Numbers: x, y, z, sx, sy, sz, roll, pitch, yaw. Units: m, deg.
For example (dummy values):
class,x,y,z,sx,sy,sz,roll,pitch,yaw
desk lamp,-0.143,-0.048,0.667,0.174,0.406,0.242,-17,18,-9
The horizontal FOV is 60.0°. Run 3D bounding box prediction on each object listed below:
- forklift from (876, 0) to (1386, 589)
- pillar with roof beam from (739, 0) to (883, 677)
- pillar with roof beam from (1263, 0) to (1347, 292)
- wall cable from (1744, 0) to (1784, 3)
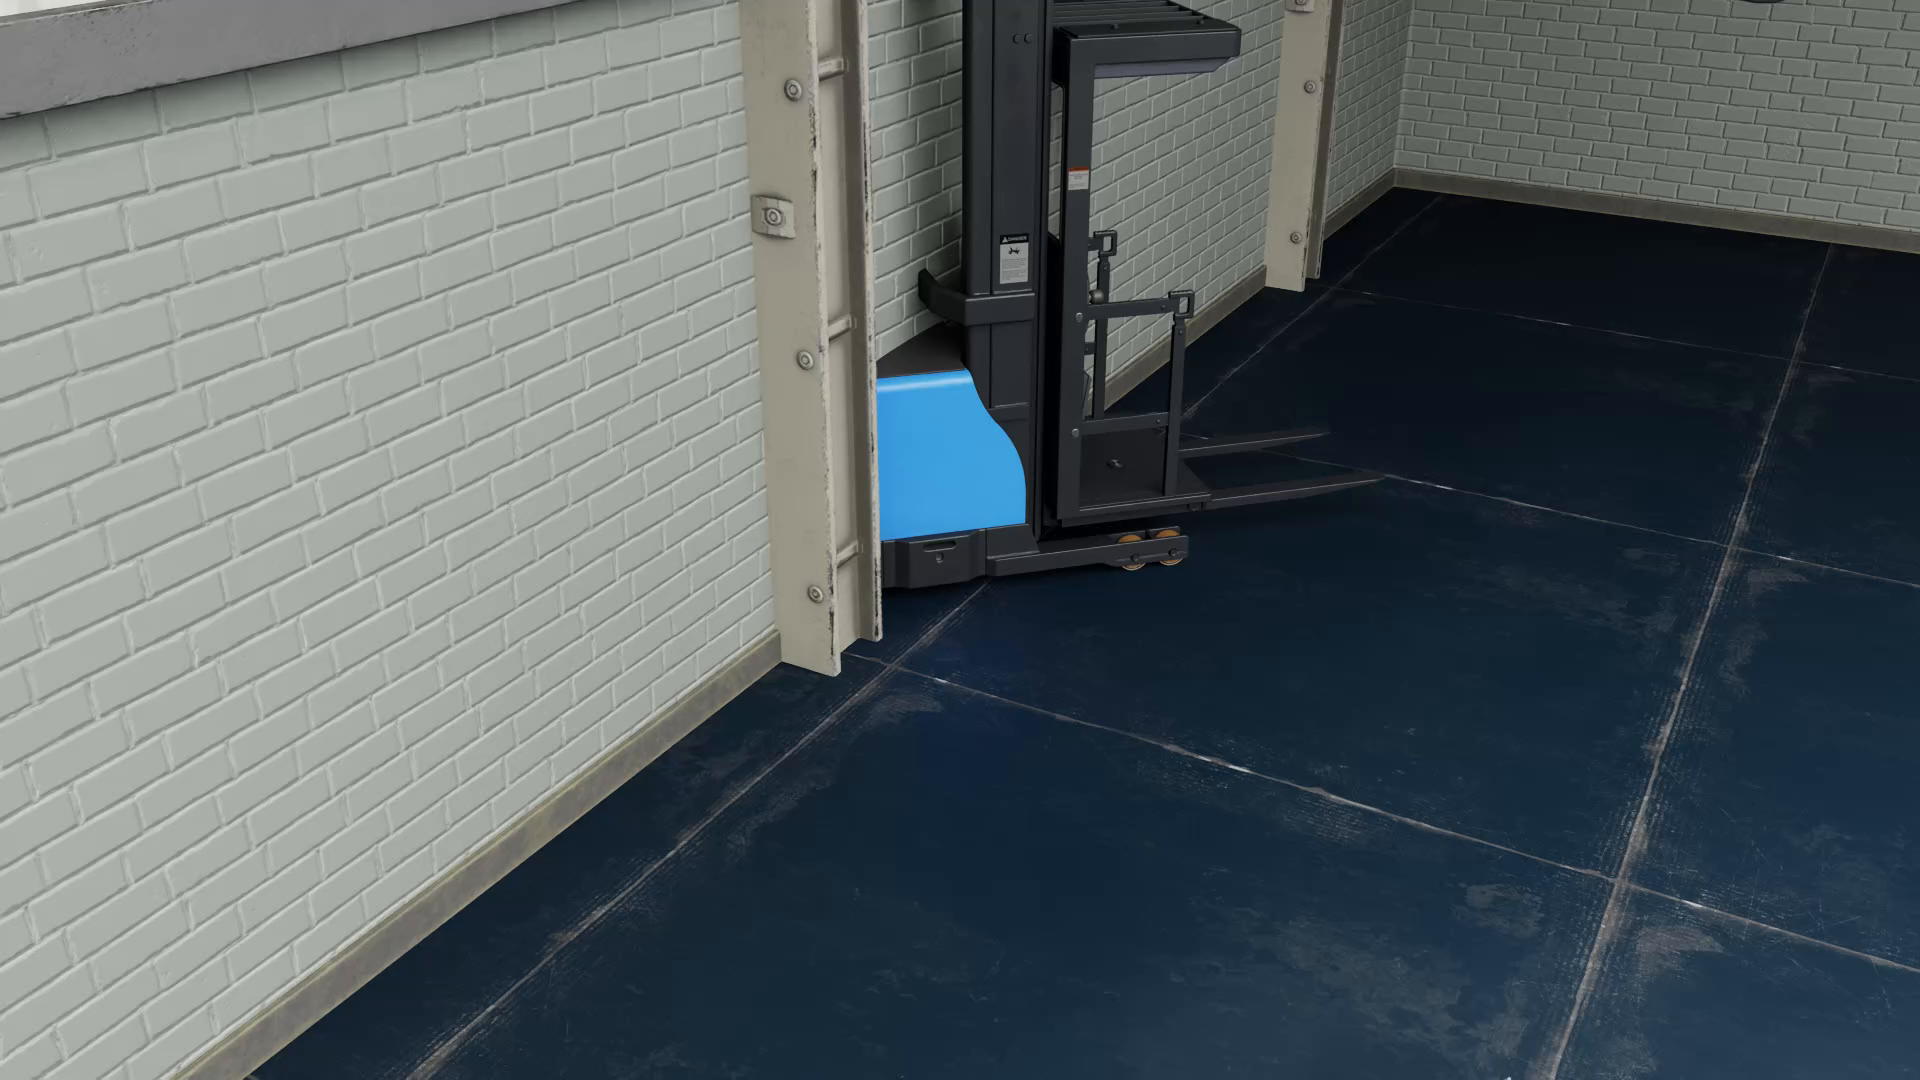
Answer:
class,x,y,z,sx,sy,sz,roll,pitch,yaw
forklift,0.601,-1.386,7.744,3.031,2.935,1.130,-7,27,-14
pillar with roof beam,3.176,-2.604,3.398,9.100,9.000,0.400,14,30,26
pillar with roof beam,6.128,-4.942,8.070,9.100,9.000,0.400,14,30,26
wall cable,4.980,-5.358,12.370,3.097,2.526,0.112,14,30,26
